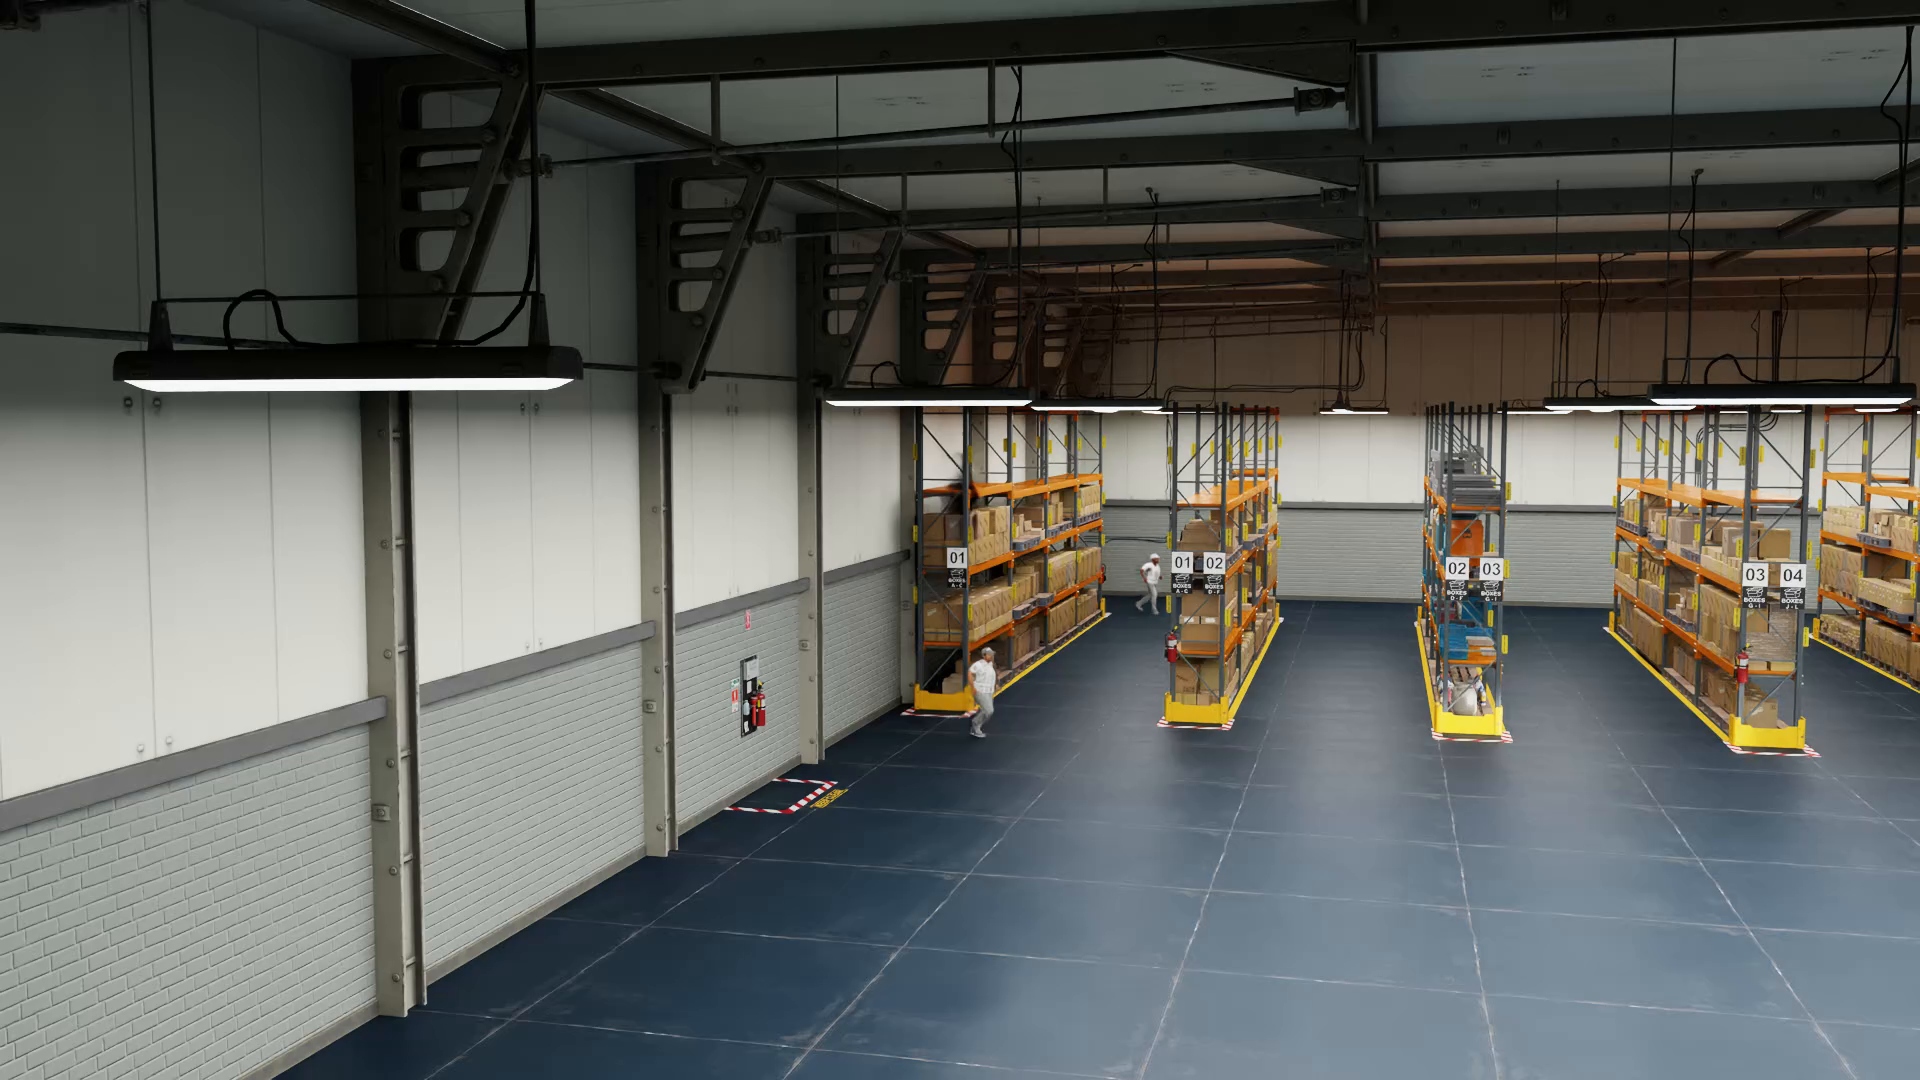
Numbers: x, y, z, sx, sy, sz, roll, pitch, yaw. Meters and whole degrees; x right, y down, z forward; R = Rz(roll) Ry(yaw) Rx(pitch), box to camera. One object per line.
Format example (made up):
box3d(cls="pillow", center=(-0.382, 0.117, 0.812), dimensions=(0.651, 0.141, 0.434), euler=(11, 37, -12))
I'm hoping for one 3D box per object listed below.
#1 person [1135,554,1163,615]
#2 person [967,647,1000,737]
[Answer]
box3d(cls="person", center=(5.575, 1.269, 48.449), dimensions=(0.943, 1.715, 0.742), euler=(3, 5, 35))
box3d(cls="person", center=(0.409, 2.724, 29.680), dimensions=(0.561, 1.625, 0.691), euler=(3, 5, 37))
